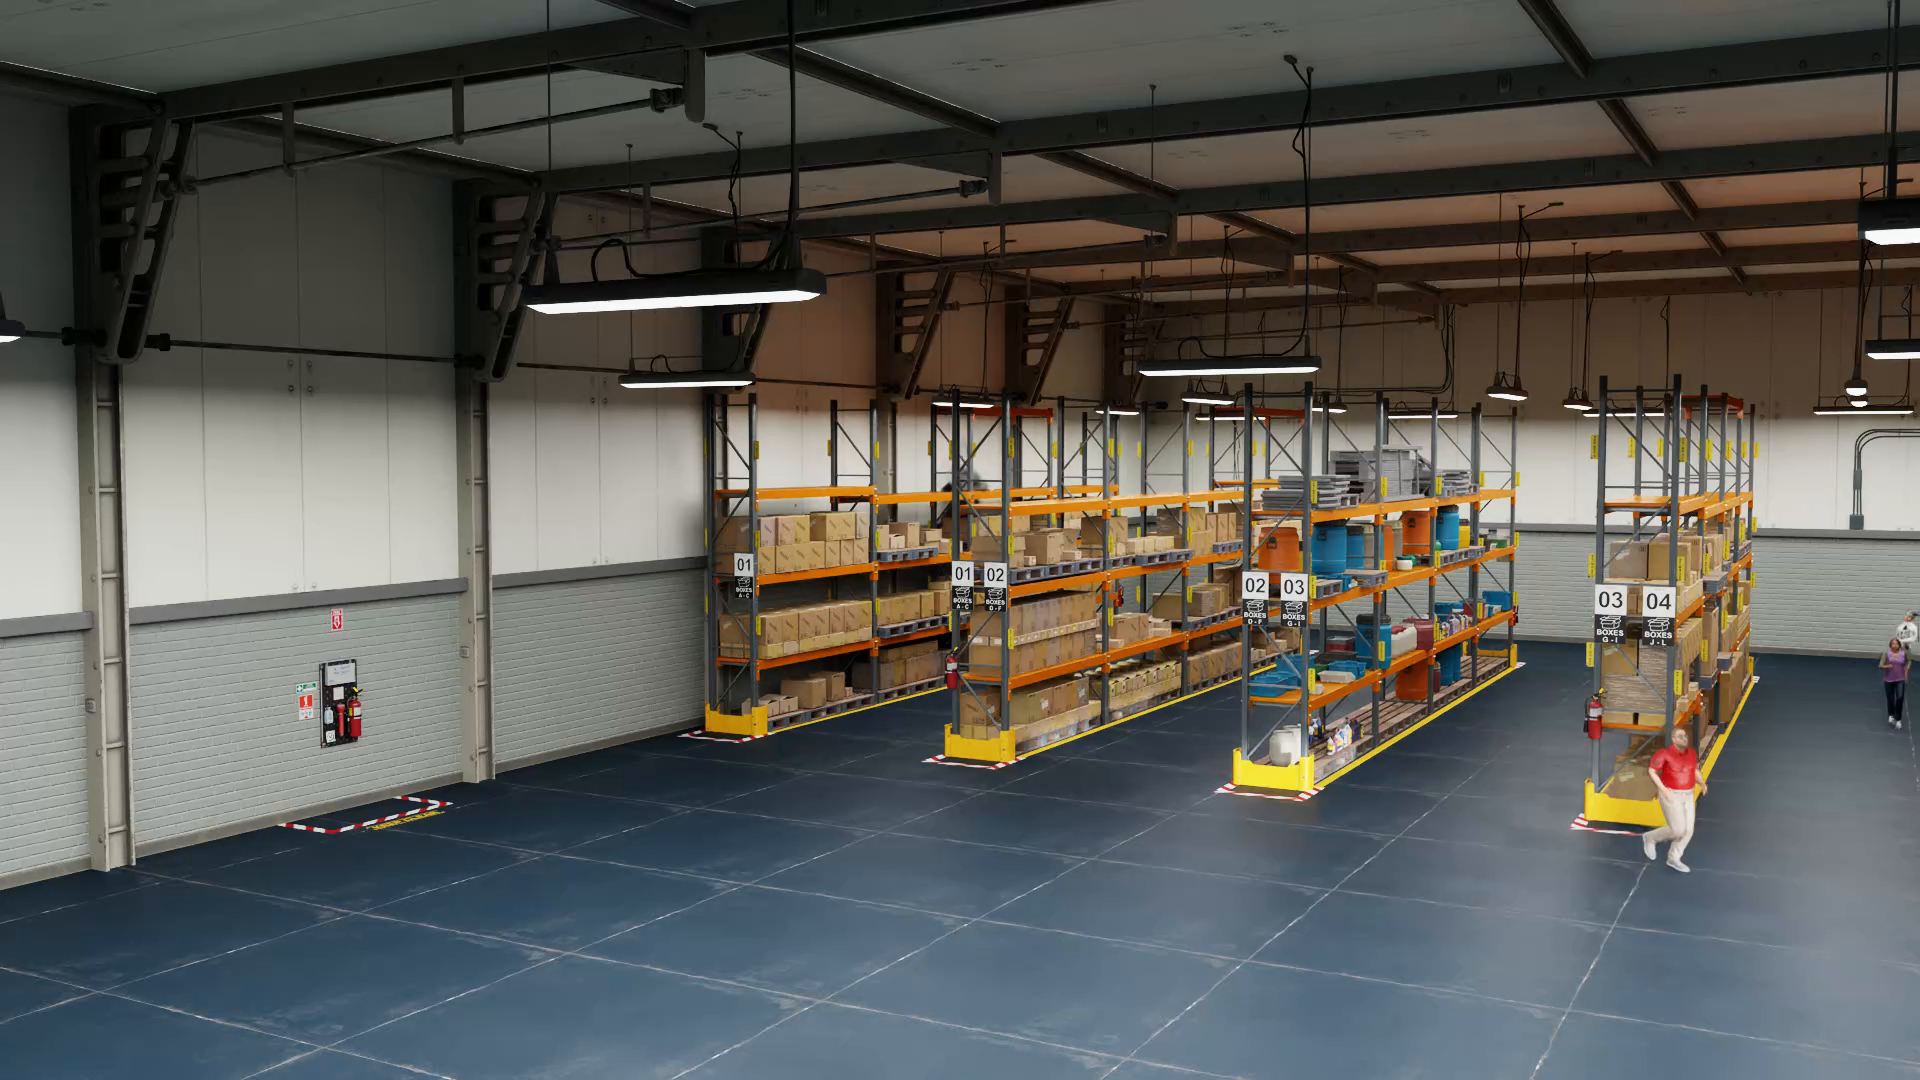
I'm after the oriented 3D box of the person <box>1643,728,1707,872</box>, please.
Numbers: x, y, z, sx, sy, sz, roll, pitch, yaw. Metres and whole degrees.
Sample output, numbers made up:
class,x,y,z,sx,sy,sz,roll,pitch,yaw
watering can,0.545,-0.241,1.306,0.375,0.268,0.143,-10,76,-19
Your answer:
class,x,y,z,sx,sy,sz,roll,pitch,yaw
person,8.585,3.089,19.917,0.653,1.700,0.647,-1,3,-19

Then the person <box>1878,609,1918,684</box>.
class,x,y,z,sx,sy,sz,roll,pitch,yaw
person,19.957,2.291,35.286,0.549,1.666,0.729,0,3,1

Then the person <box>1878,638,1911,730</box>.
class,x,y,z,sx,sy,sz,roll,pitch,yaw
person,16.859,2.577,30.000,0.522,1.639,0.700,2,4,28
